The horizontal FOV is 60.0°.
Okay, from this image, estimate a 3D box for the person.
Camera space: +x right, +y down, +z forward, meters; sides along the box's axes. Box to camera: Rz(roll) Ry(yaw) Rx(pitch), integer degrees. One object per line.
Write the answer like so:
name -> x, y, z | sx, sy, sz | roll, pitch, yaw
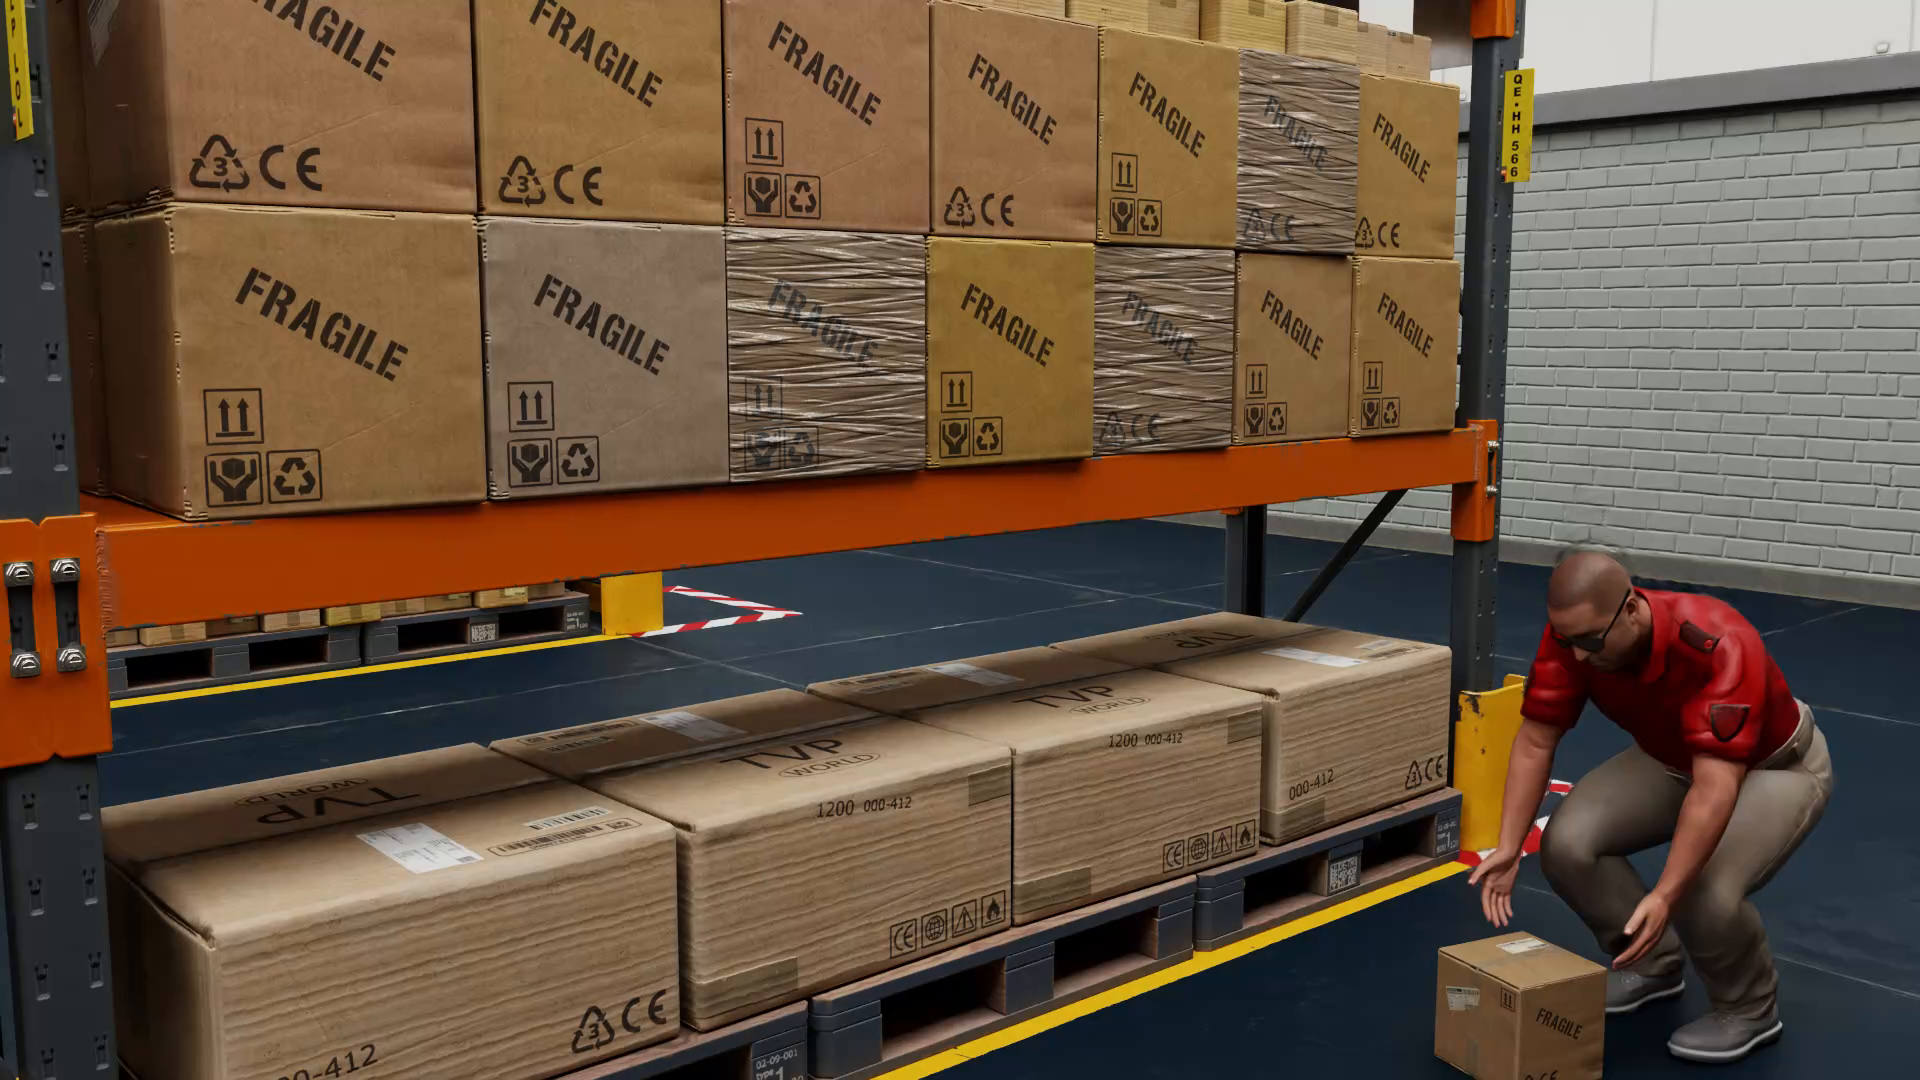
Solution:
person -> 1.602, 0.575, 3.730 | 0.823, 1.133, 0.576 | -4, 8, -26
